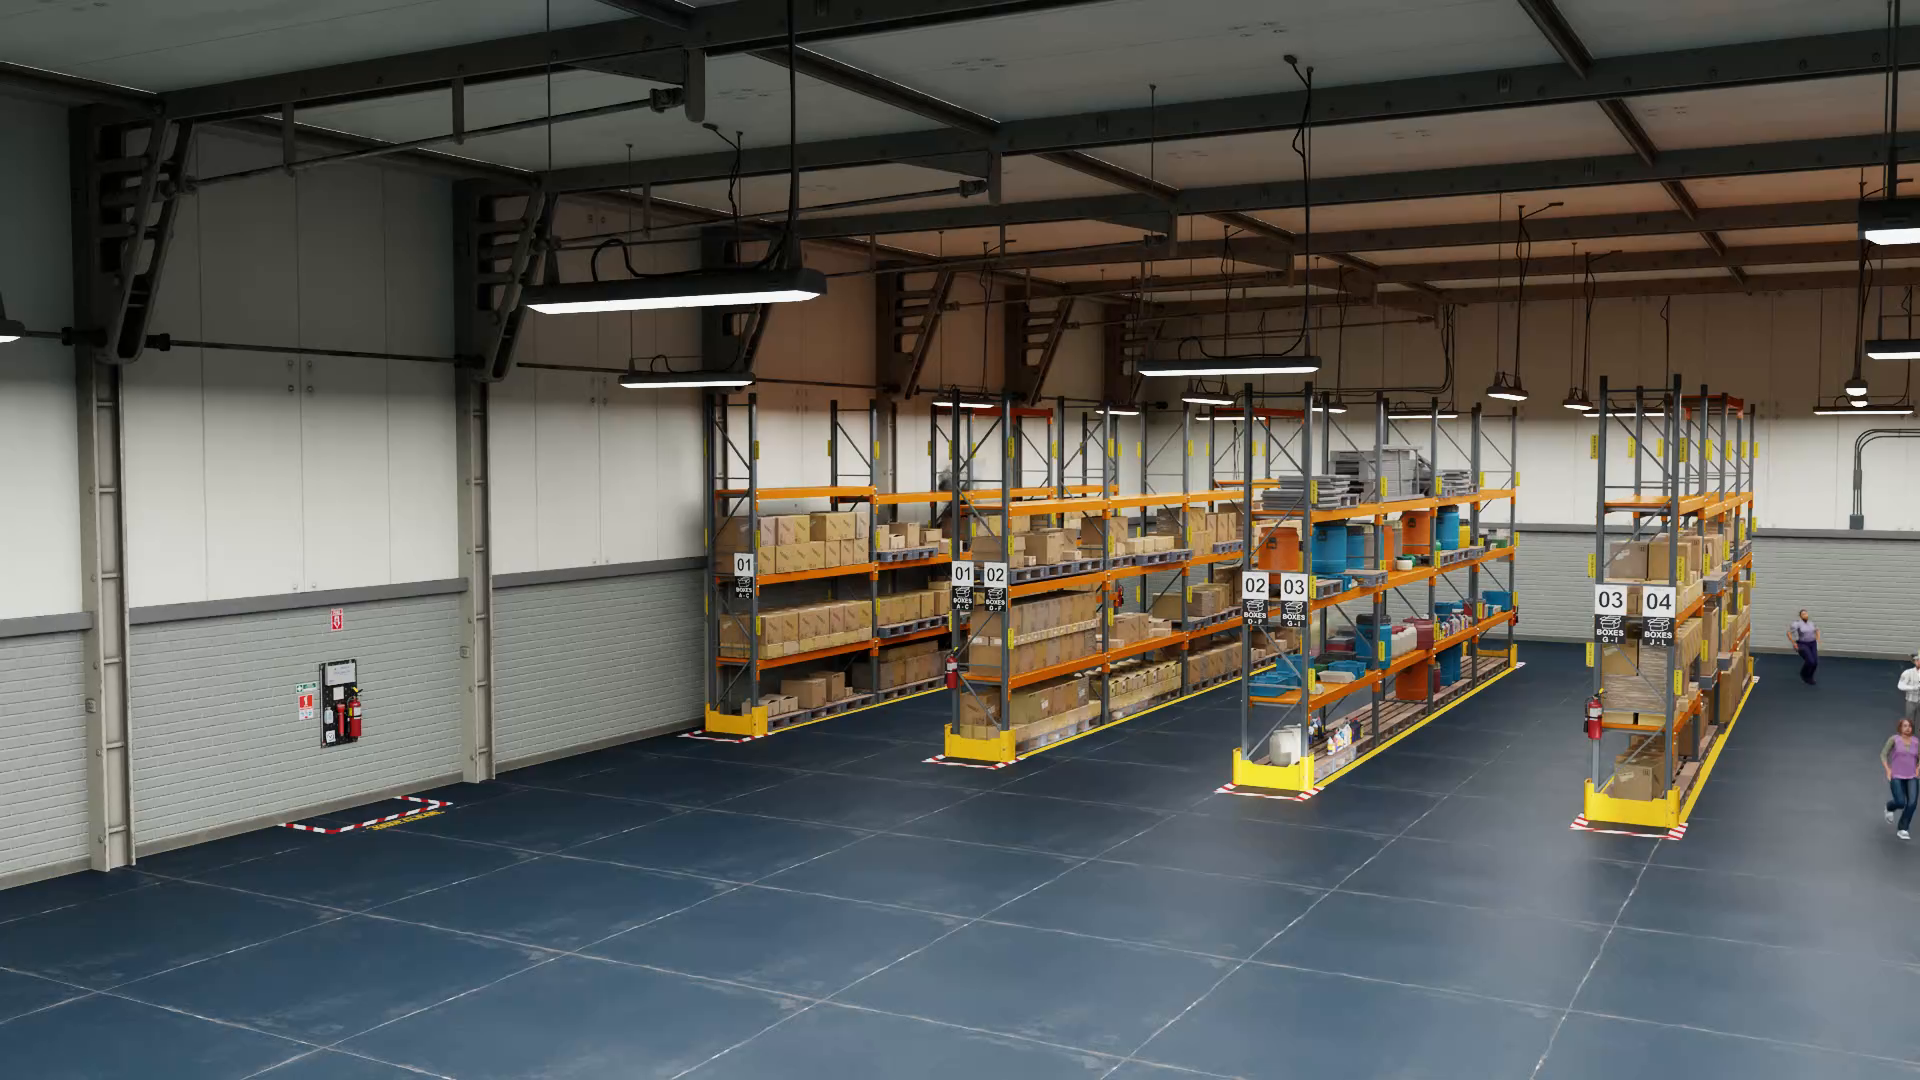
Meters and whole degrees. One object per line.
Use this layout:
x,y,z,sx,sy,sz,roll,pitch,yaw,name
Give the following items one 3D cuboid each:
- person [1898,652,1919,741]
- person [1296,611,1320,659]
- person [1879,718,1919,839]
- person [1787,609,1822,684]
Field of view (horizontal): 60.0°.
15.696,2.663,27.227,0.611,1.679,0.939,1,3,25,person
7.282,2.280,34.678,0.532,1.681,0.947,1,3,21,person
12.198,3.068,21.498,0.526,1.536,0.524,1,3,13,person
18.070,2.293,35.480,0.677,1.592,0.515,0,3,-7,person
